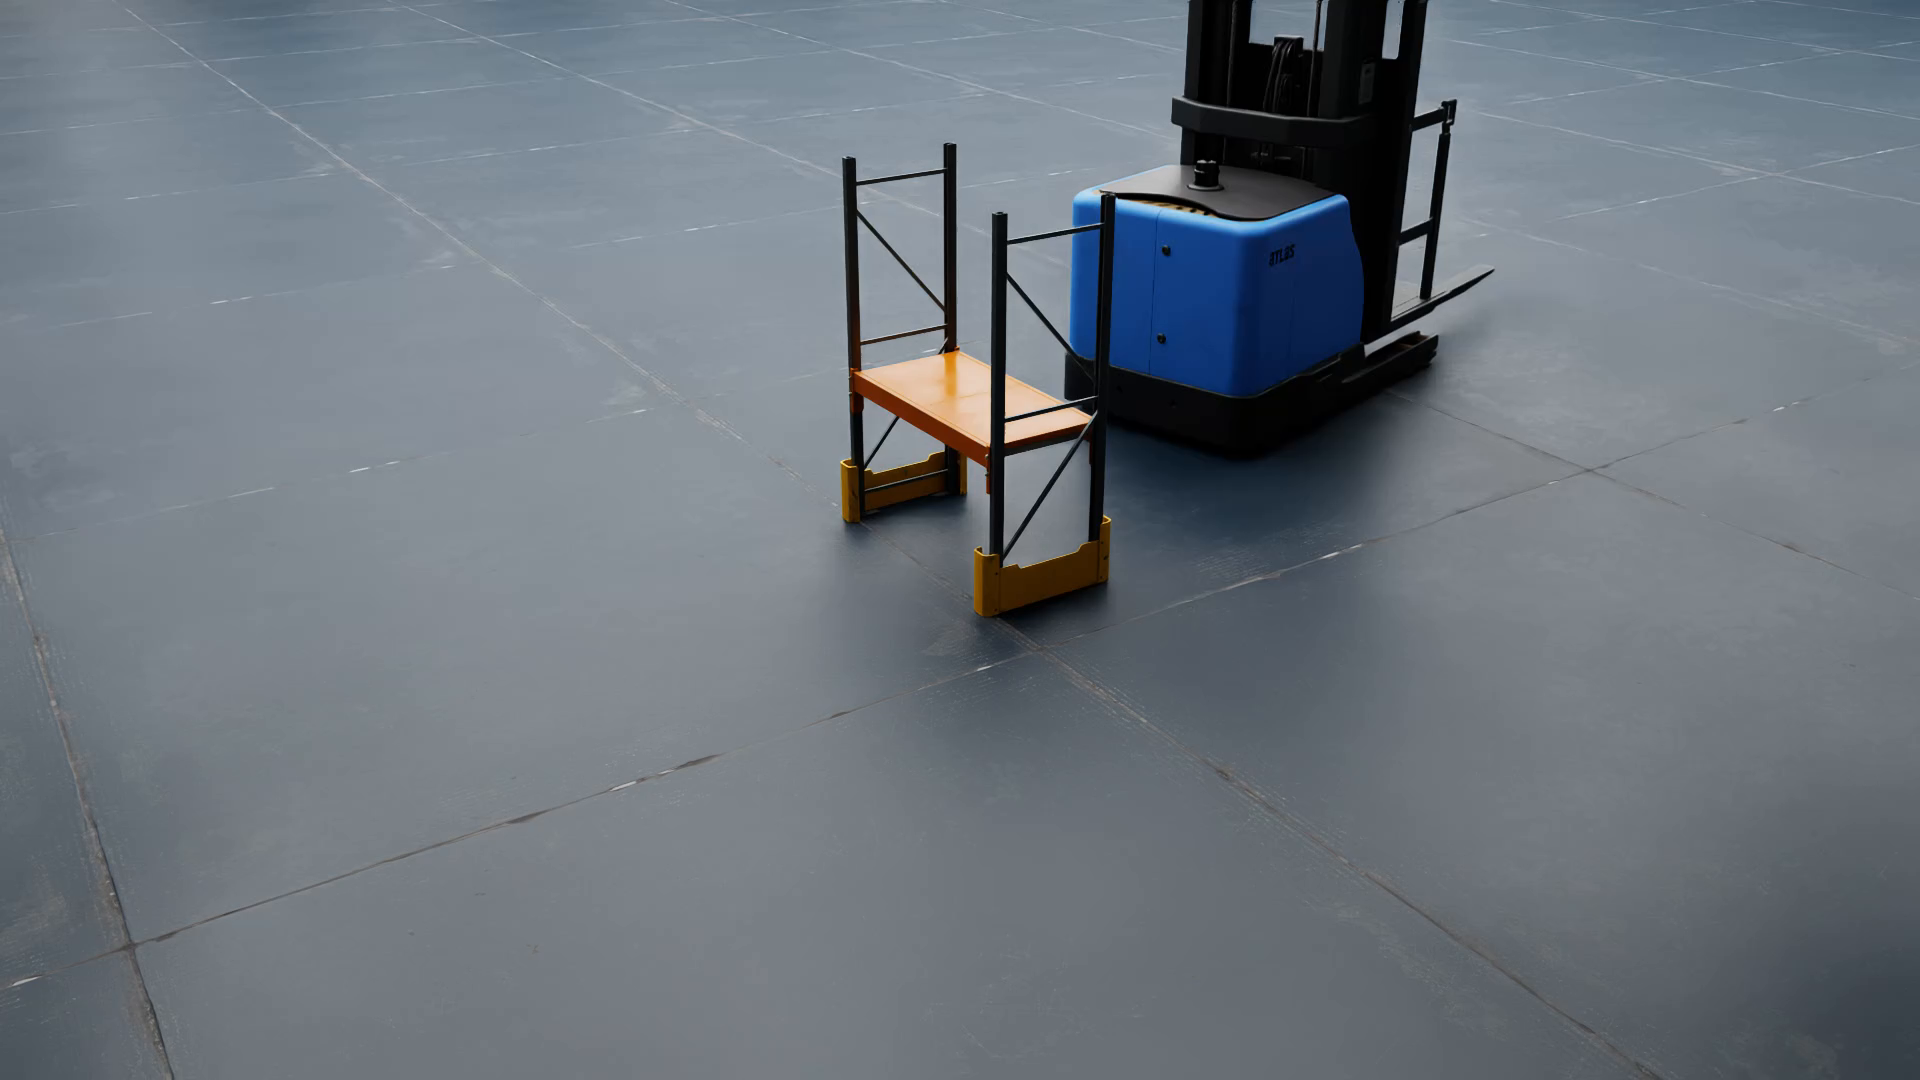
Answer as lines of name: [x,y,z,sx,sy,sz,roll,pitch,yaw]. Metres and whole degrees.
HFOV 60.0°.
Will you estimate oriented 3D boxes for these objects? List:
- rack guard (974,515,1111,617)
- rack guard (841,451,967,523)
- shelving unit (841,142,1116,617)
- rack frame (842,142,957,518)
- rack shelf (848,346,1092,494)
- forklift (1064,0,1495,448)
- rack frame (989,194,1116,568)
rack guard: [0.313,0.092,6.262,0.587,0.250,0.087,-16,29,-30]
rack guard: [-0.230,-0.264,7.016,0.587,0.250,0.087,-16,29,-30]
shelving unit: [0.042,-0.651,6.372,0.587,1.500,1.083,-16,29,-30]
rack frame: [-0.231,-0.830,6.750,0.500,1.500,0.032,-16,29,-30]
rack shelf: [0.047,-0.485,6.442,0.538,0.185,1.000,-16,29,-30]
forklift: [1.839,-2.290,8.168,1.130,2.935,3.031,20,32,36]
rack frame: [0.324,-0.466,5.980,0.500,1.500,0.032,-16,29,-30]
